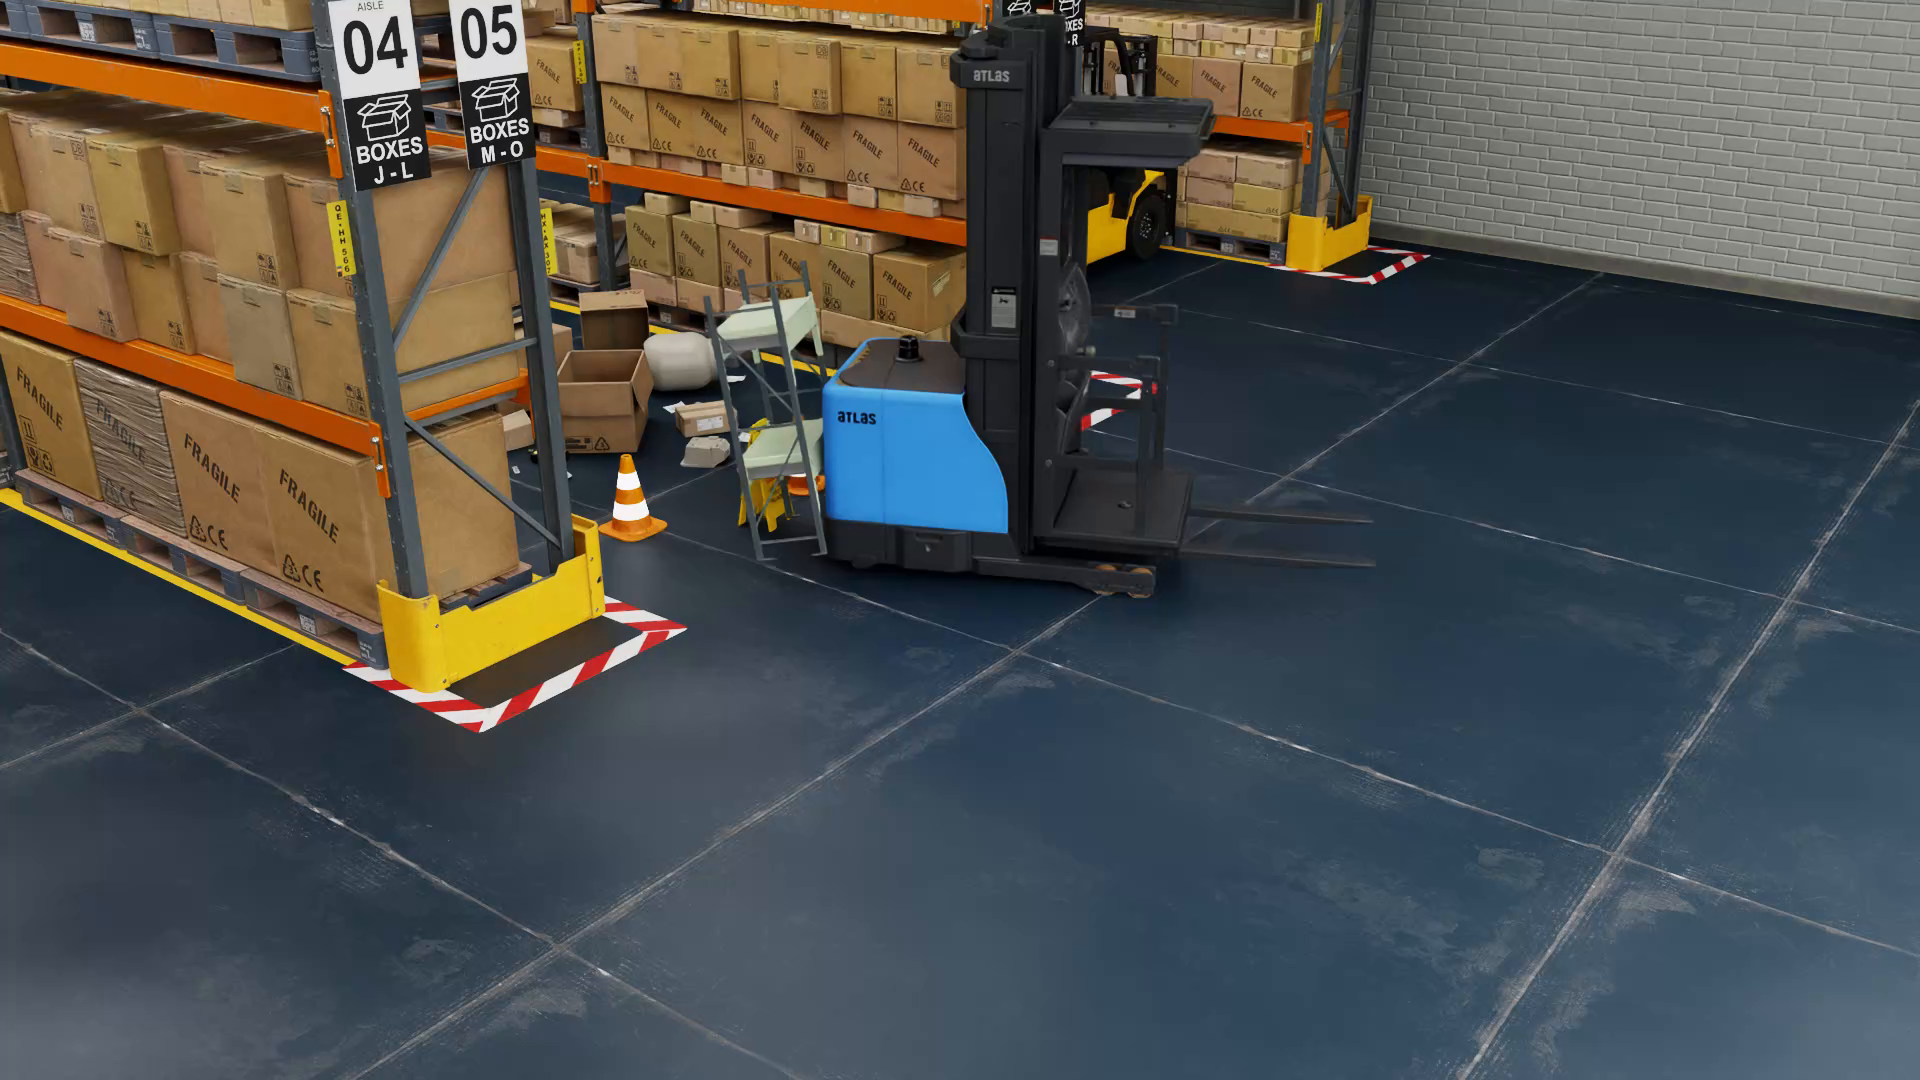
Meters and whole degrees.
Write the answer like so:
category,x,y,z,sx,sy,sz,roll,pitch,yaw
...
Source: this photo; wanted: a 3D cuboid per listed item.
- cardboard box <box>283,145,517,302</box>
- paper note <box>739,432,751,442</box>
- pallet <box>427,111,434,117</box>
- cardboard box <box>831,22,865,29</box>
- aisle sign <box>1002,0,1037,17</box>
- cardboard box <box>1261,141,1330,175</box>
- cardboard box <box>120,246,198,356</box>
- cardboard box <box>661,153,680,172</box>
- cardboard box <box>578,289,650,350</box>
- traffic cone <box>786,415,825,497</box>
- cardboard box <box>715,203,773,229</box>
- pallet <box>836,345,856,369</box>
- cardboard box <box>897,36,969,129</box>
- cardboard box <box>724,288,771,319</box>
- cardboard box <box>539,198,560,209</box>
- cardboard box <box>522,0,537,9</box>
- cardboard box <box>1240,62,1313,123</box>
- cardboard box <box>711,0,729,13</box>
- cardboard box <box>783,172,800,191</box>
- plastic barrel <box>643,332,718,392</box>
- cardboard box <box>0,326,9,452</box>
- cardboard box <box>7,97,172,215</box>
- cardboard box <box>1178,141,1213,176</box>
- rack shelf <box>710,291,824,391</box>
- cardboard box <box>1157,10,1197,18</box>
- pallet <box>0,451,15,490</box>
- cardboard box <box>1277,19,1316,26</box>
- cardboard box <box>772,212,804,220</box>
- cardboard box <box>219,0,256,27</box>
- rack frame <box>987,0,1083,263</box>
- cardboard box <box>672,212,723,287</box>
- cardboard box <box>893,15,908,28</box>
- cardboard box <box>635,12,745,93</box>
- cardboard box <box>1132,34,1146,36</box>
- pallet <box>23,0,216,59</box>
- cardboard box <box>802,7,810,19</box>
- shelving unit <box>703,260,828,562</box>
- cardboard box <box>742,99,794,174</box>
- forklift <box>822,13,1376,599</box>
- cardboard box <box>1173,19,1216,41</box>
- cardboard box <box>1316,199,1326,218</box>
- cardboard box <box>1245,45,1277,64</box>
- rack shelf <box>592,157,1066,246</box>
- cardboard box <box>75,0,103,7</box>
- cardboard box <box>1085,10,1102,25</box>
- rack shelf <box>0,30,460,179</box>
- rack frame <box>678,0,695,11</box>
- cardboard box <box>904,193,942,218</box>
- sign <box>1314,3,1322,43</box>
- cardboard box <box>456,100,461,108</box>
category,x,y,z,sx,sy,sz,roll,pitch,yaw
cardboard box,-2.648,-1.520,7.954,0.550,0.550,0.875,17,29,33
paper note,-1.437,-0.704,11.310,0.142,0.019,0.148,7,25,15
pallet,-5.254,-4.185,15.766,1.003,0.211,1.213,17,29,33
cardboard box,-1.081,-5.490,18.055,0.500,0.250,0.500,17,29,34
aisle sign,0.389,-3.557,10.879,0.004,0.787,0.394,17,29,33
cardboard box,3.216,-3.647,15.957,0.500,0.250,0.500,16,29,33
cardboard box,-3.974,-1.415,9.056,0.500,0.550,0.875,17,29,33
cardboard box,-2.164,-3.050,13.264,0.250,0.149,0.380,17,29,33
cardboard box,-2.646,-1.603,12.764,0.500,0.500,0.500,-5,24,-12
traffic cone,-0.998,-0.563,10.453,0.334,0.463,0.336,17,29,33
cardboard box,-1.684,-2.550,12.972,0.250,0.149,0.380,19,30,36
pallet,-0.176,-1.426,12.725,1.213,0.211,1.003,17,29,33
cardboard box,-0.026,-3.169,11.488,0.500,0.500,0.700,16,28,32
cardboard box,-1.517,-1.895,13.219,0.500,0.250,0.500,16,29,33
cardboard box,-4.243,-2.899,15.349,0.625,0.372,0.950,18,29,35
cardboard box,-5.234,-6.651,20.771,0.258,0.266,0.396,18,30,36
cardboard box,2.936,-4.159,15.344,0.500,0.500,0.500,16,28,32
cardboard box,-2.622,-6.119,18.990,0.250,0.149,0.380,18,29,34
cardboard box,-1.126,-2.759,12.602,0.250,0.149,0.380,17,29,33
plastic barrel,-2.048,-1.308,12.194,0.512,0.421,0.421,-5,24,-12
cardboard box,-6.126,-1.106,10.809,0.750,0.750,1.050,17,29,33
cardboard box,-4.791,-2.189,9.472,0.550,0.550,0.875,17,29,33
cardboard box,2.110,-3.721,16.125,0.500,0.250,0.500,17,29,34
rack shelf,-1.057,-1.094,9.185,0.431,0.370,0.720,-6,19,10
cardboard box,2.126,-5.091,16.286,0.250,0.149,0.380,17,29,34
pallet,-6.238,-0.708,11.095,1.213,0.211,1.003,17,29,33
cardboard box,3.171,-4.792,15.608,0.250,0.149,0.380,18,29,35
cardboard box,-1.236,-2.419,13.478,0.500,0.500,0.500,19,30,36
cardboard box,-3.045,-2.383,7.384,0.250,0.149,0.380,17,29,34
rack frame,0.513,-2.476,11.650,0.127,3.000,1.000,17,29,33
cardboard box,-1.942,-2.365,13.357,0.500,0.500,0.500,18,30,35
cardboard box,-0.502,-5.532,17.657,0.250,0.149,0.380,17,29,33
cardboard box,-2.070,-3.776,12.867,0.500,0.500,0.700,17,29,34
cardboard box,1.855,-4.806,16.010,0.250,0.149,0.380,17,29,33
pallet,-3.955,-2.658,8.451,1.213,0.211,1.003,17,29,33
cardboard box,-1.531,-5.843,18.363,0.250,0.149,0.380,17,29,33
shelving unit,-0.997,-0.729,9.311,0.431,1.500,0.755,-6,19,10
cardboard box,-1.277,-3.074,12.513,0.500,0.500,0.500,17,29,34
forklift,0.806,-1.255,8.963,3.031,2.935,1.130,5,24,11
cardboard box,2.203,-4.791,15.607,0.250,0.149,0.380,18,29,35
cardboard box,3.211,-3.194,16.169,0.500,0.250,0.500,17,29,34
cardboard box,2.819,-4.467,15.239,0.250,0.149,0.380,17,29,34
rack shelf,-1.087,-2.631,12.892,4.000,0.370,1.077,17,29,33
cardboard box,-4.064,-2.690,8.082,0.250,0.149,0.380,17,29,34
cardboard box,1.205,-5.109,16.329,0.250,0.149,0.380,16,29,32
rack shelf,-3.975,-2.382,8.607,4.000,0.370,1.077,17,29,33
rack frame,-2.914,-6.013,19.677,0.127,3.000,1.000,17,29,33
cardboard box,-0.184,-2.408,11.807,0.250,0.149,0.380,16,29,33
sign,3.151,-4.545,14.616,0.005,0.325,0.100,17,29,33
cardboard box,-4.222,-3.904,14.682,0.250,0.149,0.380,16,28,32
